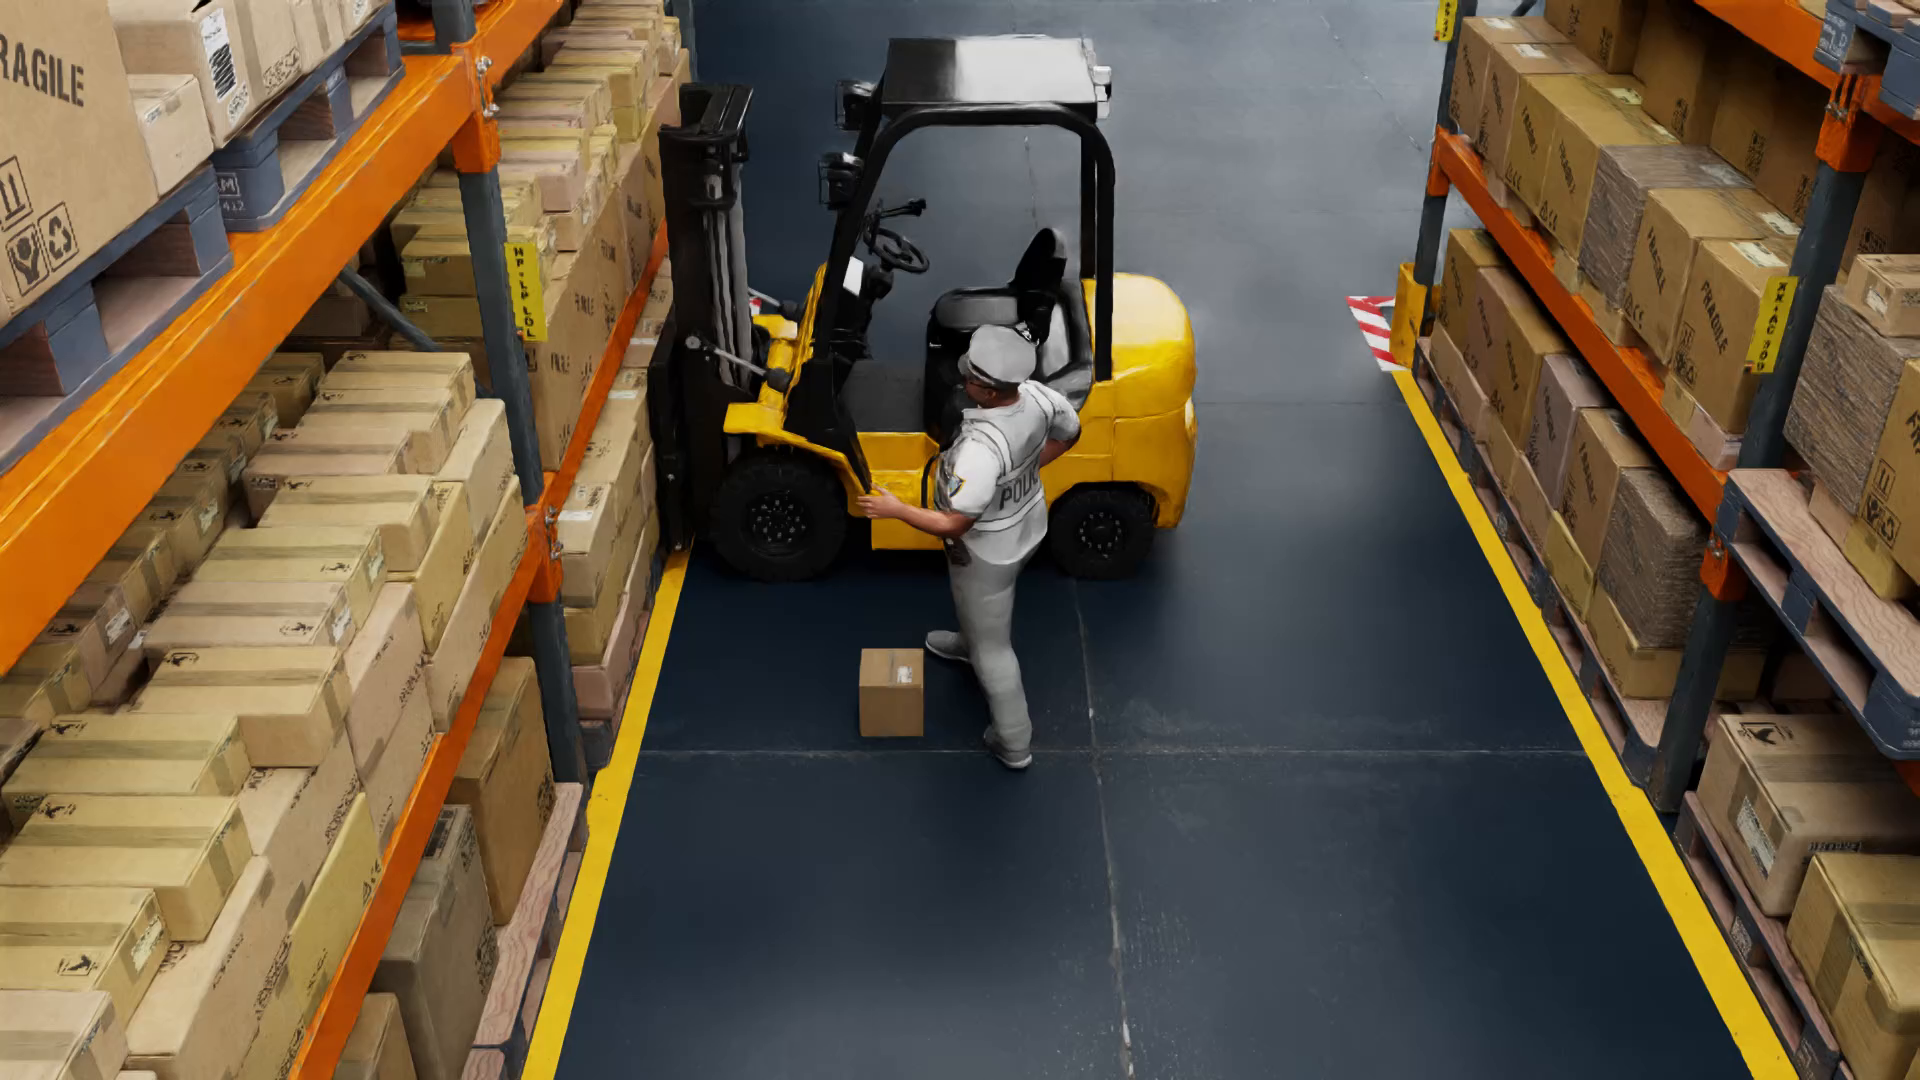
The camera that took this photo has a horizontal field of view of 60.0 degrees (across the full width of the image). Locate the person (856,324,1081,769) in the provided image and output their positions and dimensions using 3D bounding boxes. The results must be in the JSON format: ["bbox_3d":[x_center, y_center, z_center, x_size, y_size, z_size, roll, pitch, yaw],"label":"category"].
[{"bbox_3d":[0.019,-0.024,6.199,0.755,1.784,0.763,18,36,27],"label":"person"}]
